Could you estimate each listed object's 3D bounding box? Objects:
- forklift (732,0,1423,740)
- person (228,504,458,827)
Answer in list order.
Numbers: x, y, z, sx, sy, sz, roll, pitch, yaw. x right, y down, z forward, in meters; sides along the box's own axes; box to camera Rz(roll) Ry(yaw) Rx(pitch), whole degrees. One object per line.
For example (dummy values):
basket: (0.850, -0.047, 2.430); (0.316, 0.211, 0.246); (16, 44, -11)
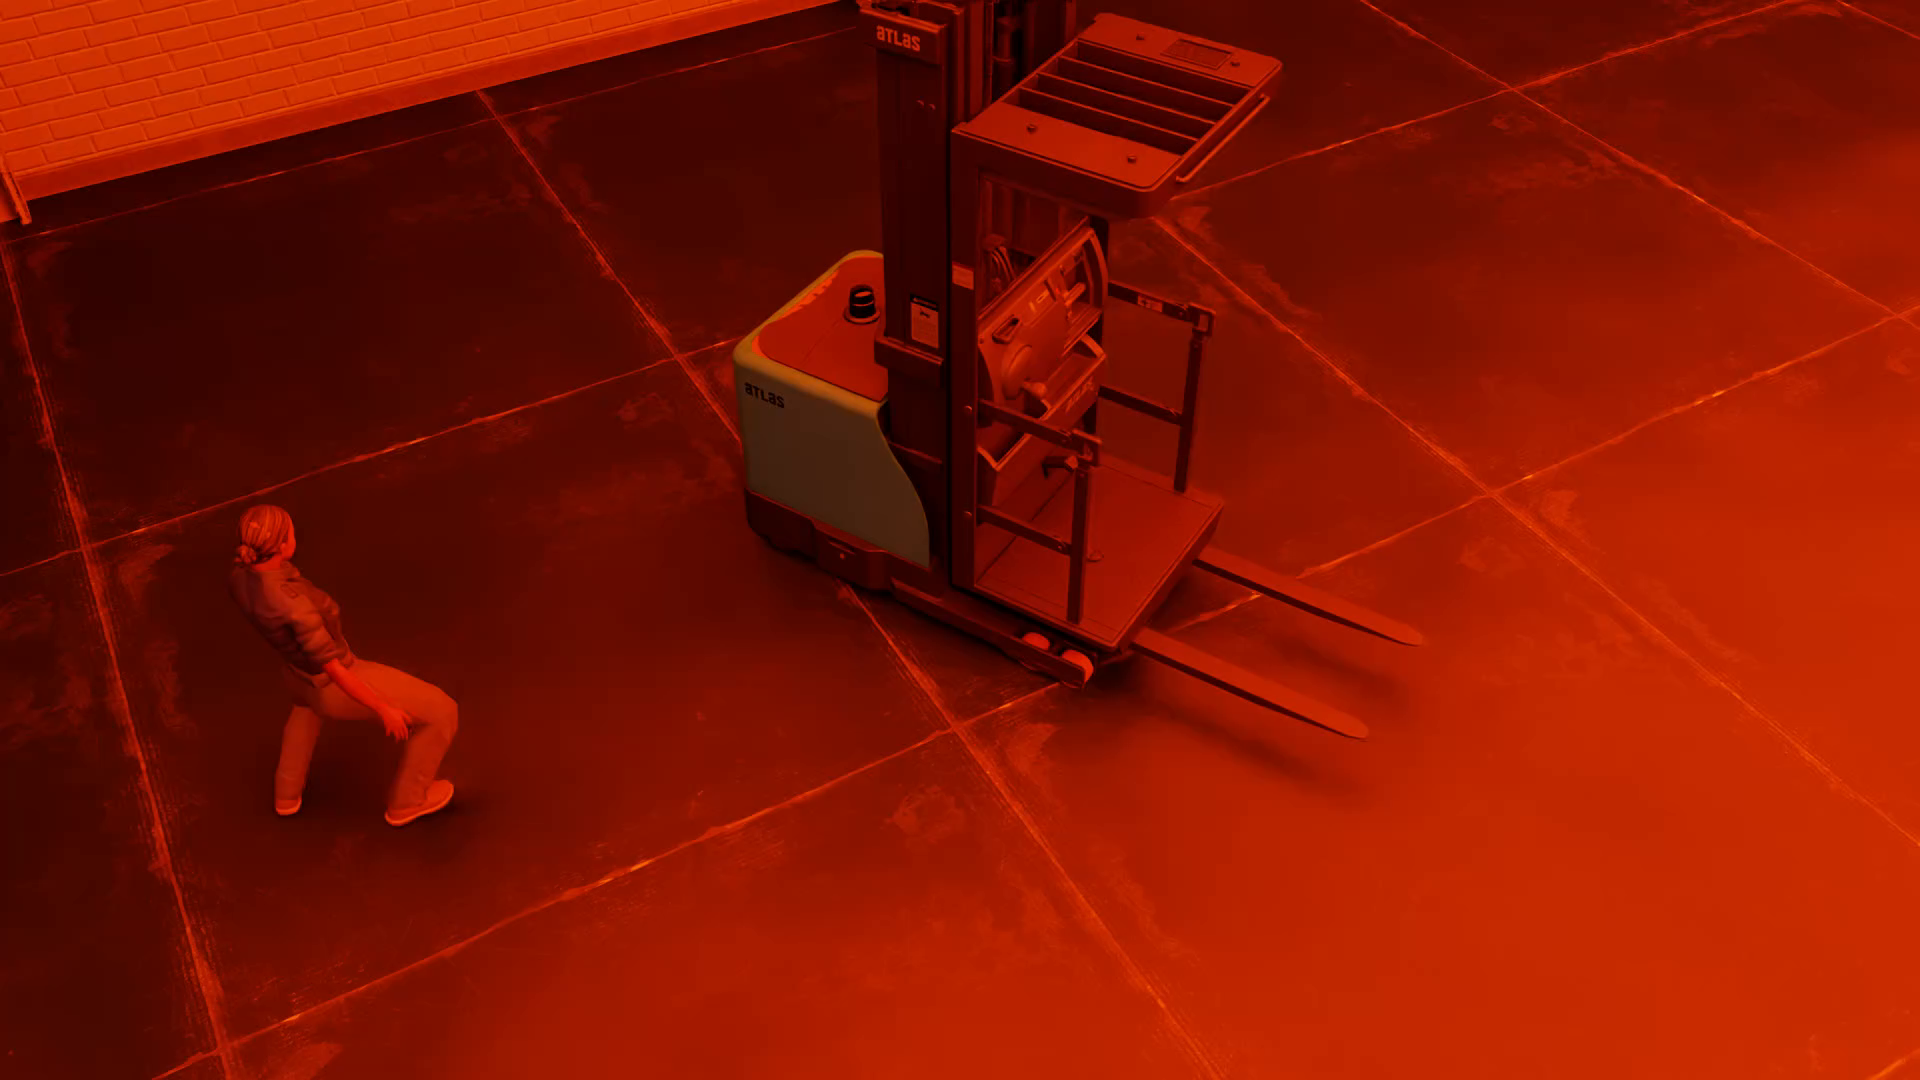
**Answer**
forklift: (0.517, -0.853, 6.618); (3.031, 2.935, 1.130); (23, 48, 23)
person: (-2.383, 0.474, 6.232); (0.863, 1.549, 0.614); (29, 50, 28)
